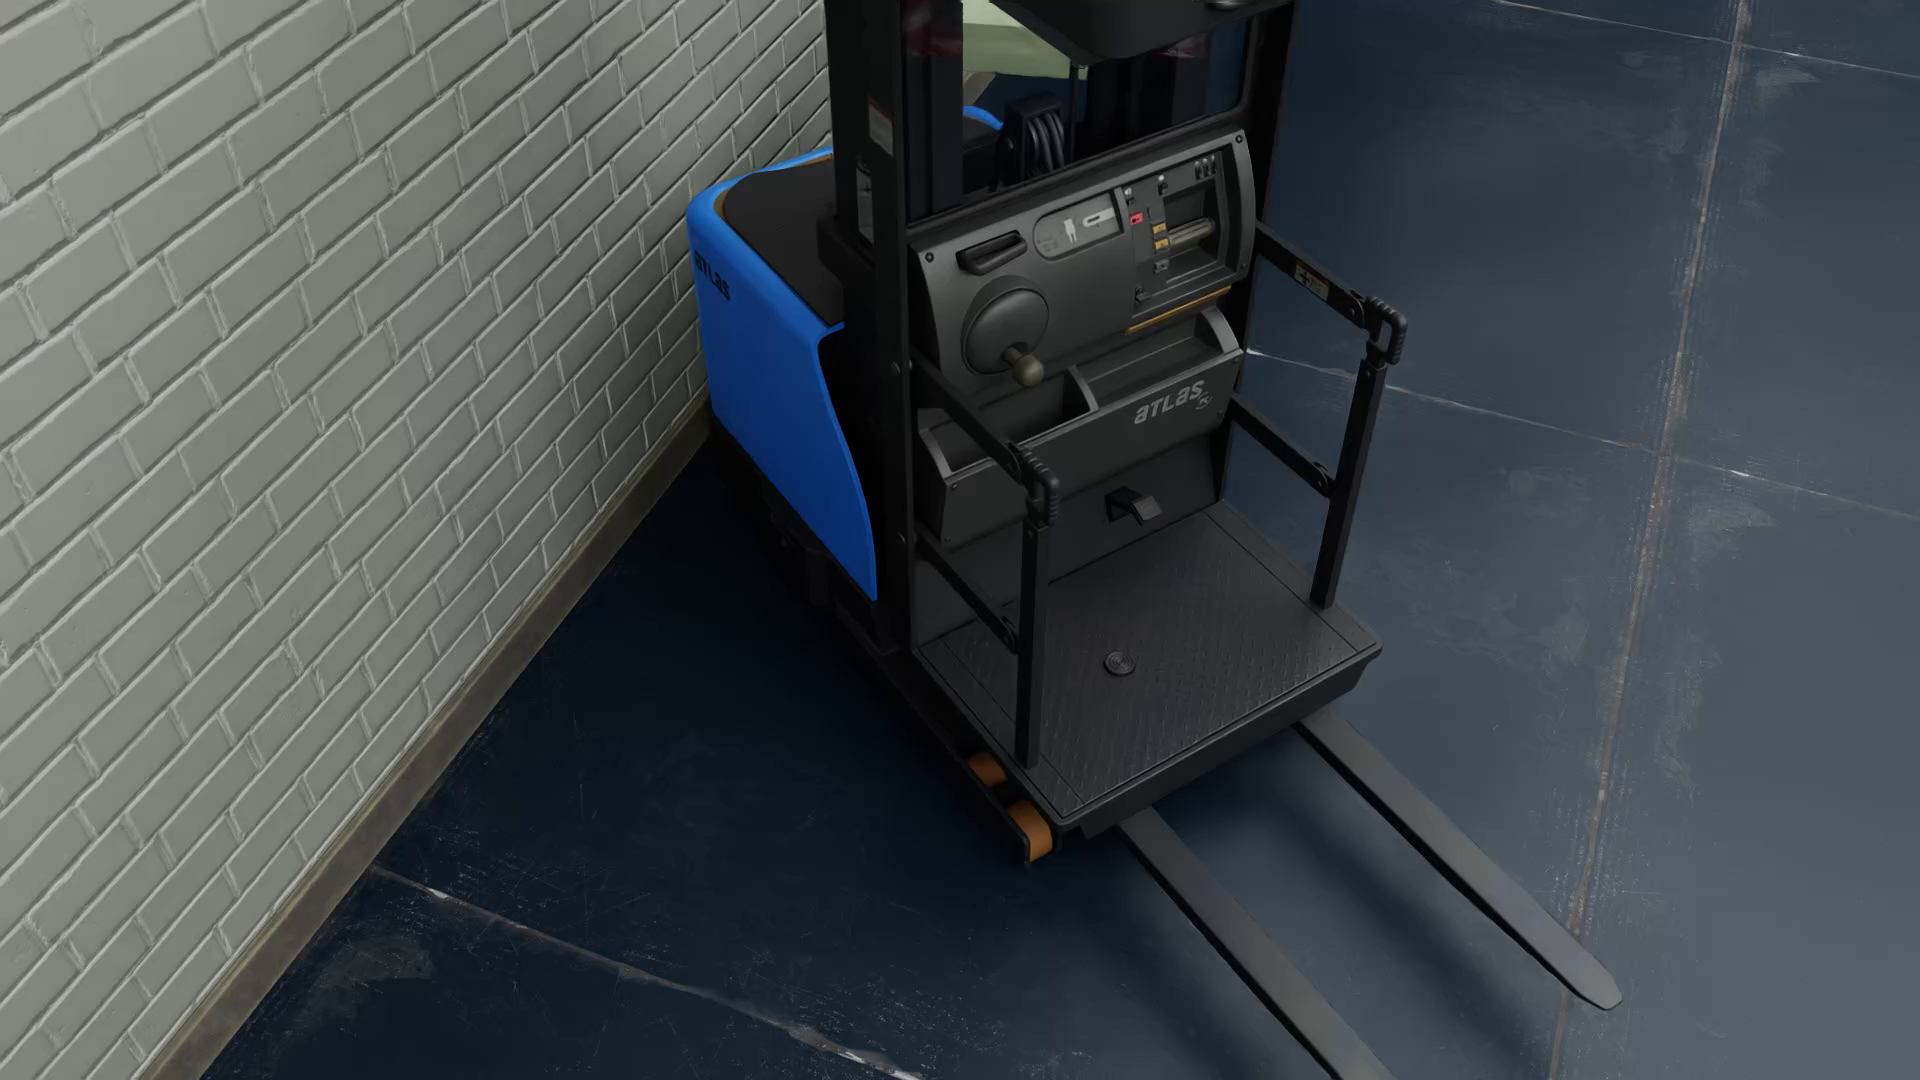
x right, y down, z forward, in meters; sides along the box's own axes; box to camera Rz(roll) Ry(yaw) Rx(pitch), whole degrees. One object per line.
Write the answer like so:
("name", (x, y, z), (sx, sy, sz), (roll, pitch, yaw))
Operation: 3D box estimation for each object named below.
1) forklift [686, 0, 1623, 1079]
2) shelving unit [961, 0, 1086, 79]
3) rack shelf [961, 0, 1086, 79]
("forklift", (0.433, -0.577, 3.752), (1.130, 2.935, 3.031), (-25, 50, -23))
("shelving unit", (0.320, -1.267, 5.460), (0.755, 1.500, 0.431), (6, 45, 6))
("rack shelf", (0.320, -1.543, 5.184), (0.720, 0.370, 0.431), (6, 45, 6))
